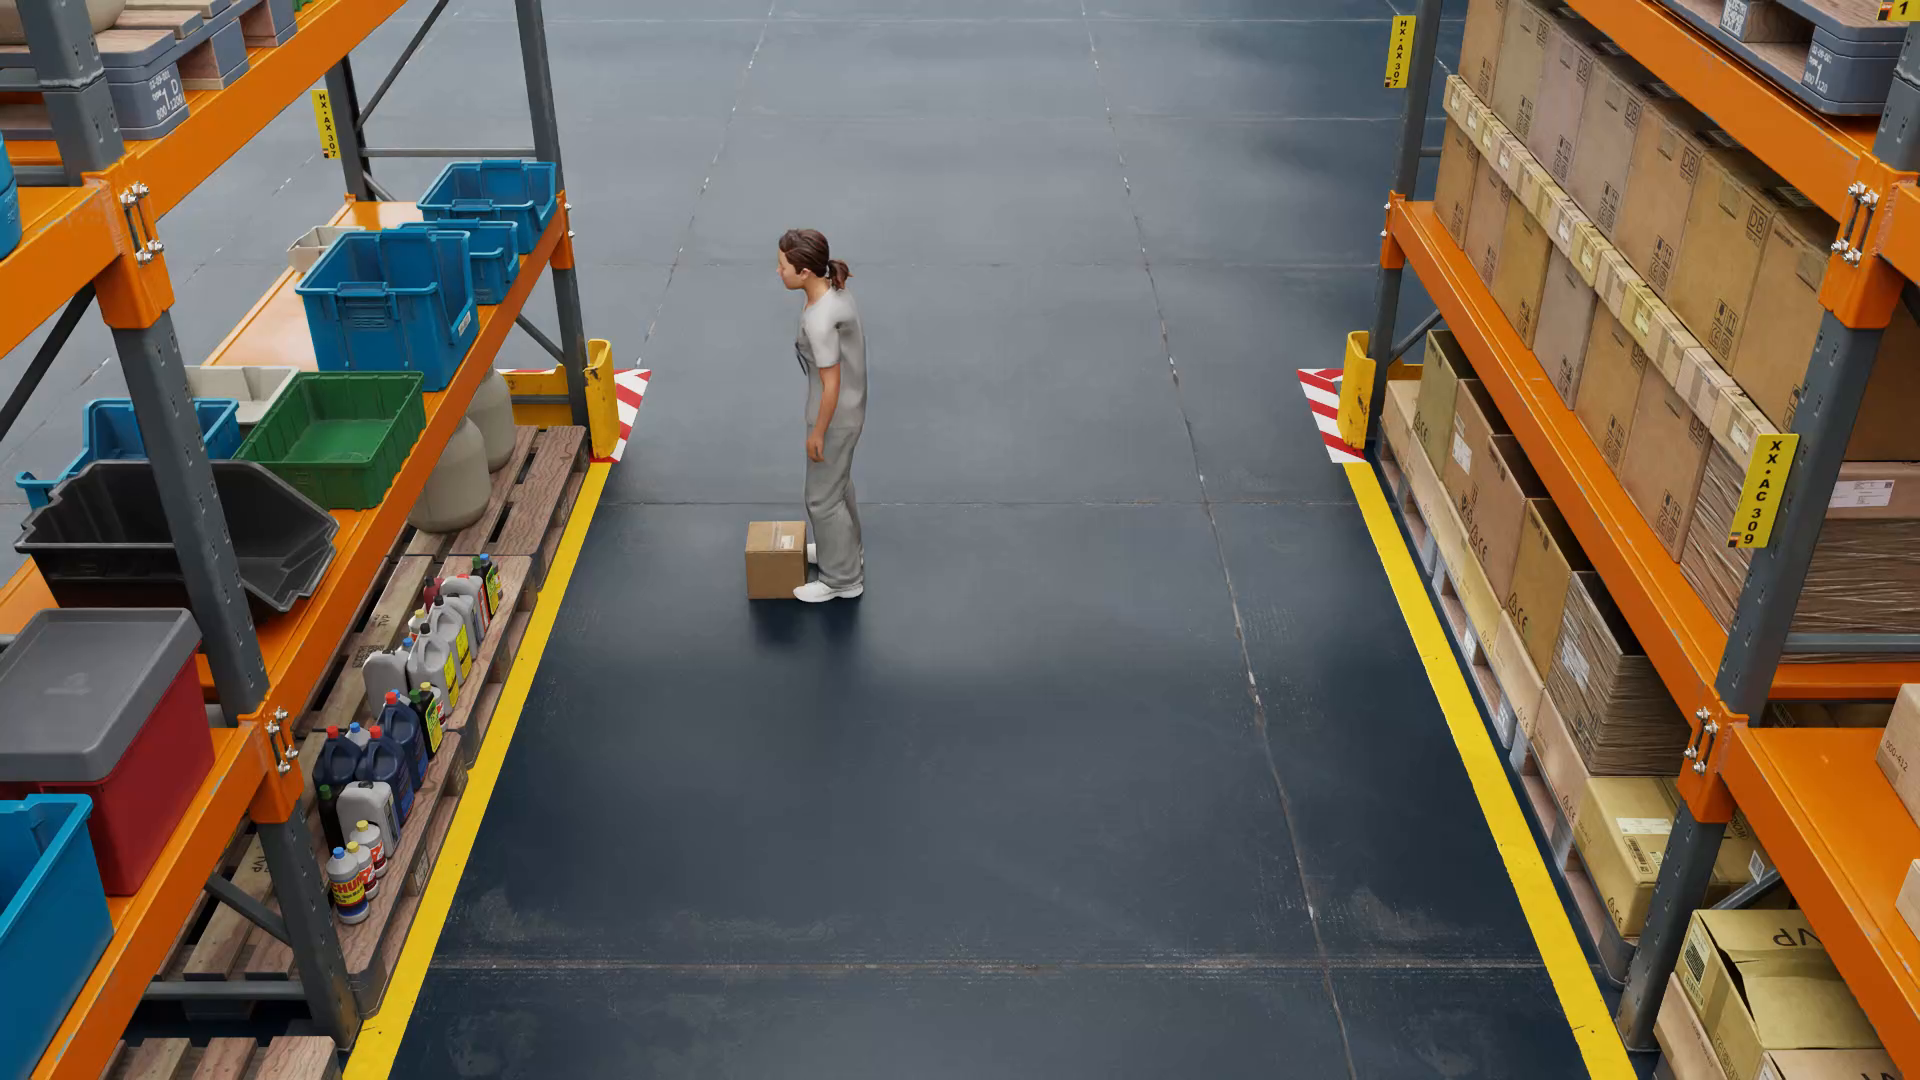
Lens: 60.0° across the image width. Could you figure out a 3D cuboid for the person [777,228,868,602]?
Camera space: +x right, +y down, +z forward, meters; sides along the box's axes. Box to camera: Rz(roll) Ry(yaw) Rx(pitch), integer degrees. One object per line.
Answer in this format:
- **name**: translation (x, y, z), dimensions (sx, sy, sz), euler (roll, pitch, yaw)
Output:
- **person**: translation (-0.560, -0.524, 6.986), dimensions (0.353, 1.673, 0.492), euler (0, 32, -1)
